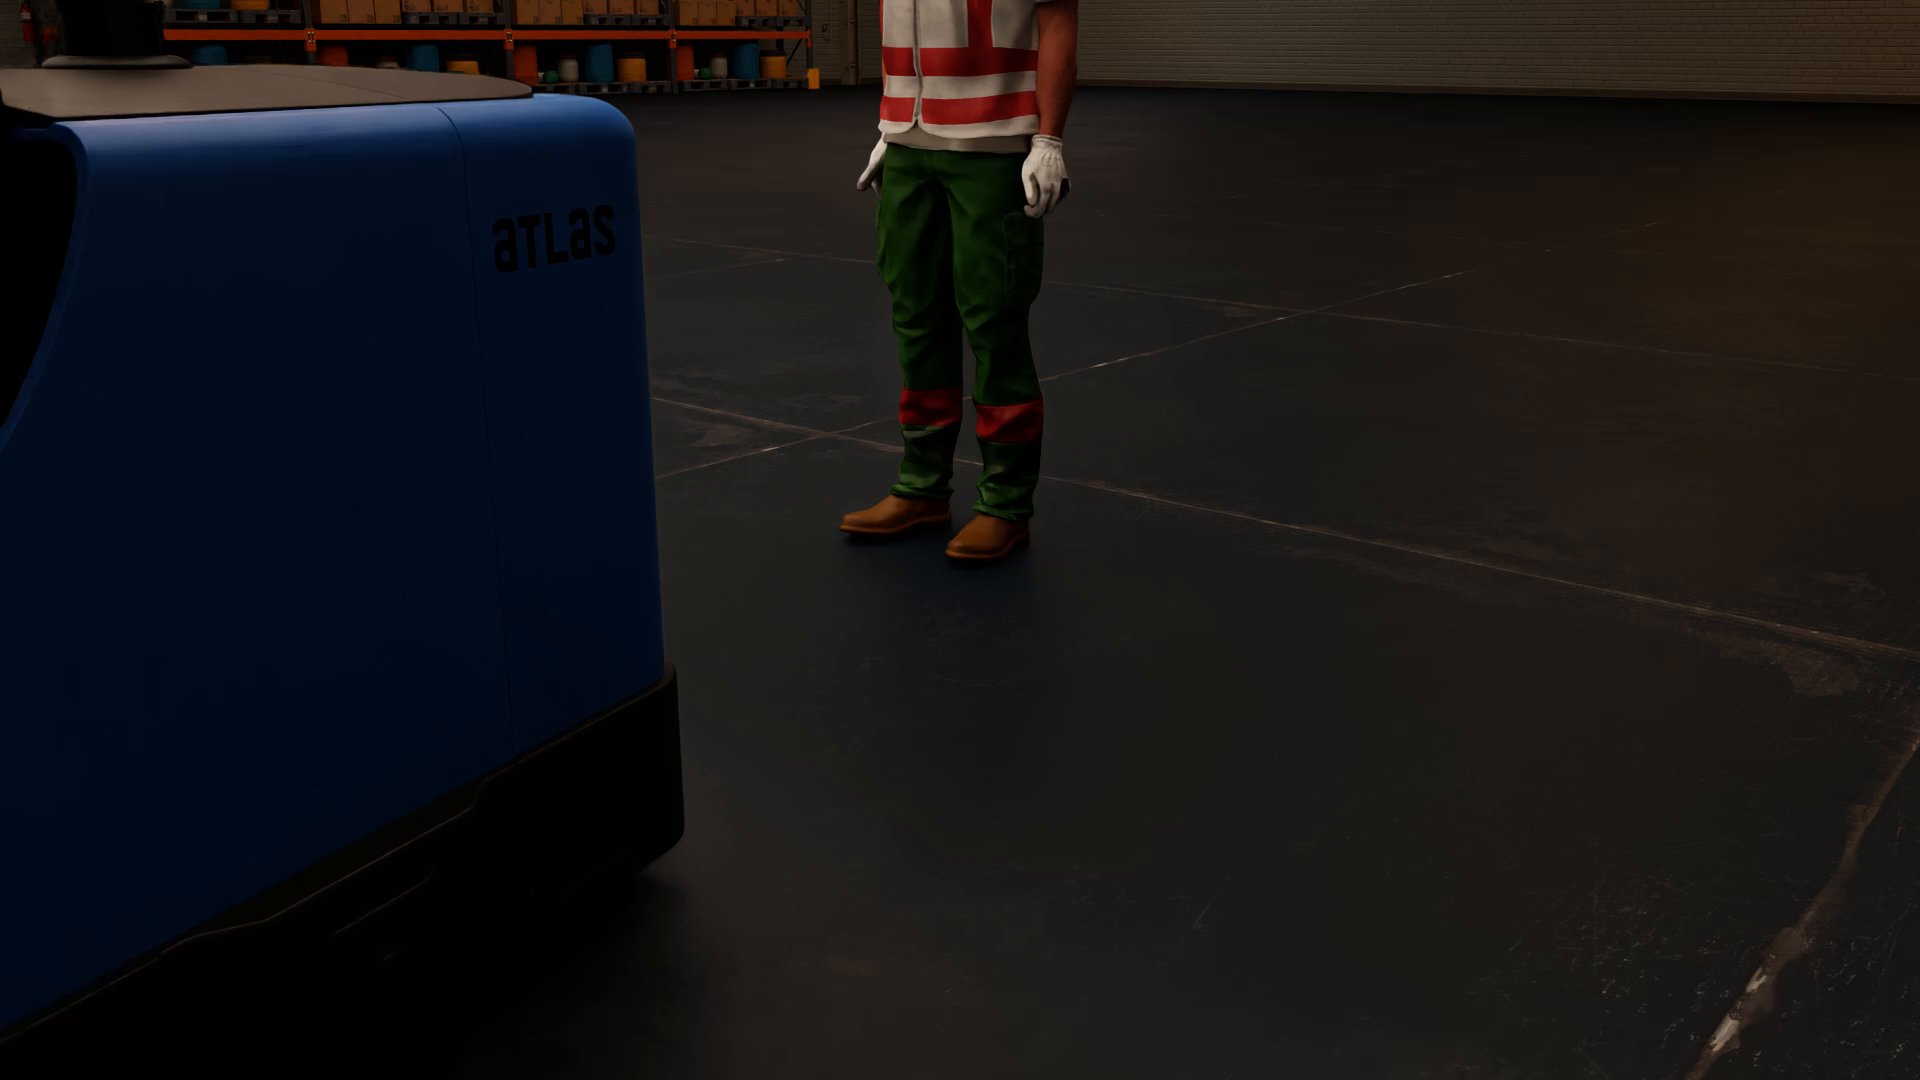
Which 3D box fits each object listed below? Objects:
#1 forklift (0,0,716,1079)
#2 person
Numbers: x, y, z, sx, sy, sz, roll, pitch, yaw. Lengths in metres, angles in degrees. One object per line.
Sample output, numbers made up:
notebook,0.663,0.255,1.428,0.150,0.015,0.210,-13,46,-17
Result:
forklift,-1.490,-0.636,0.993,1.130,2.935,3.031,9,19,27
person,0.000,-0.852,3.669,0.536,1.795,0.370,13,21,37
